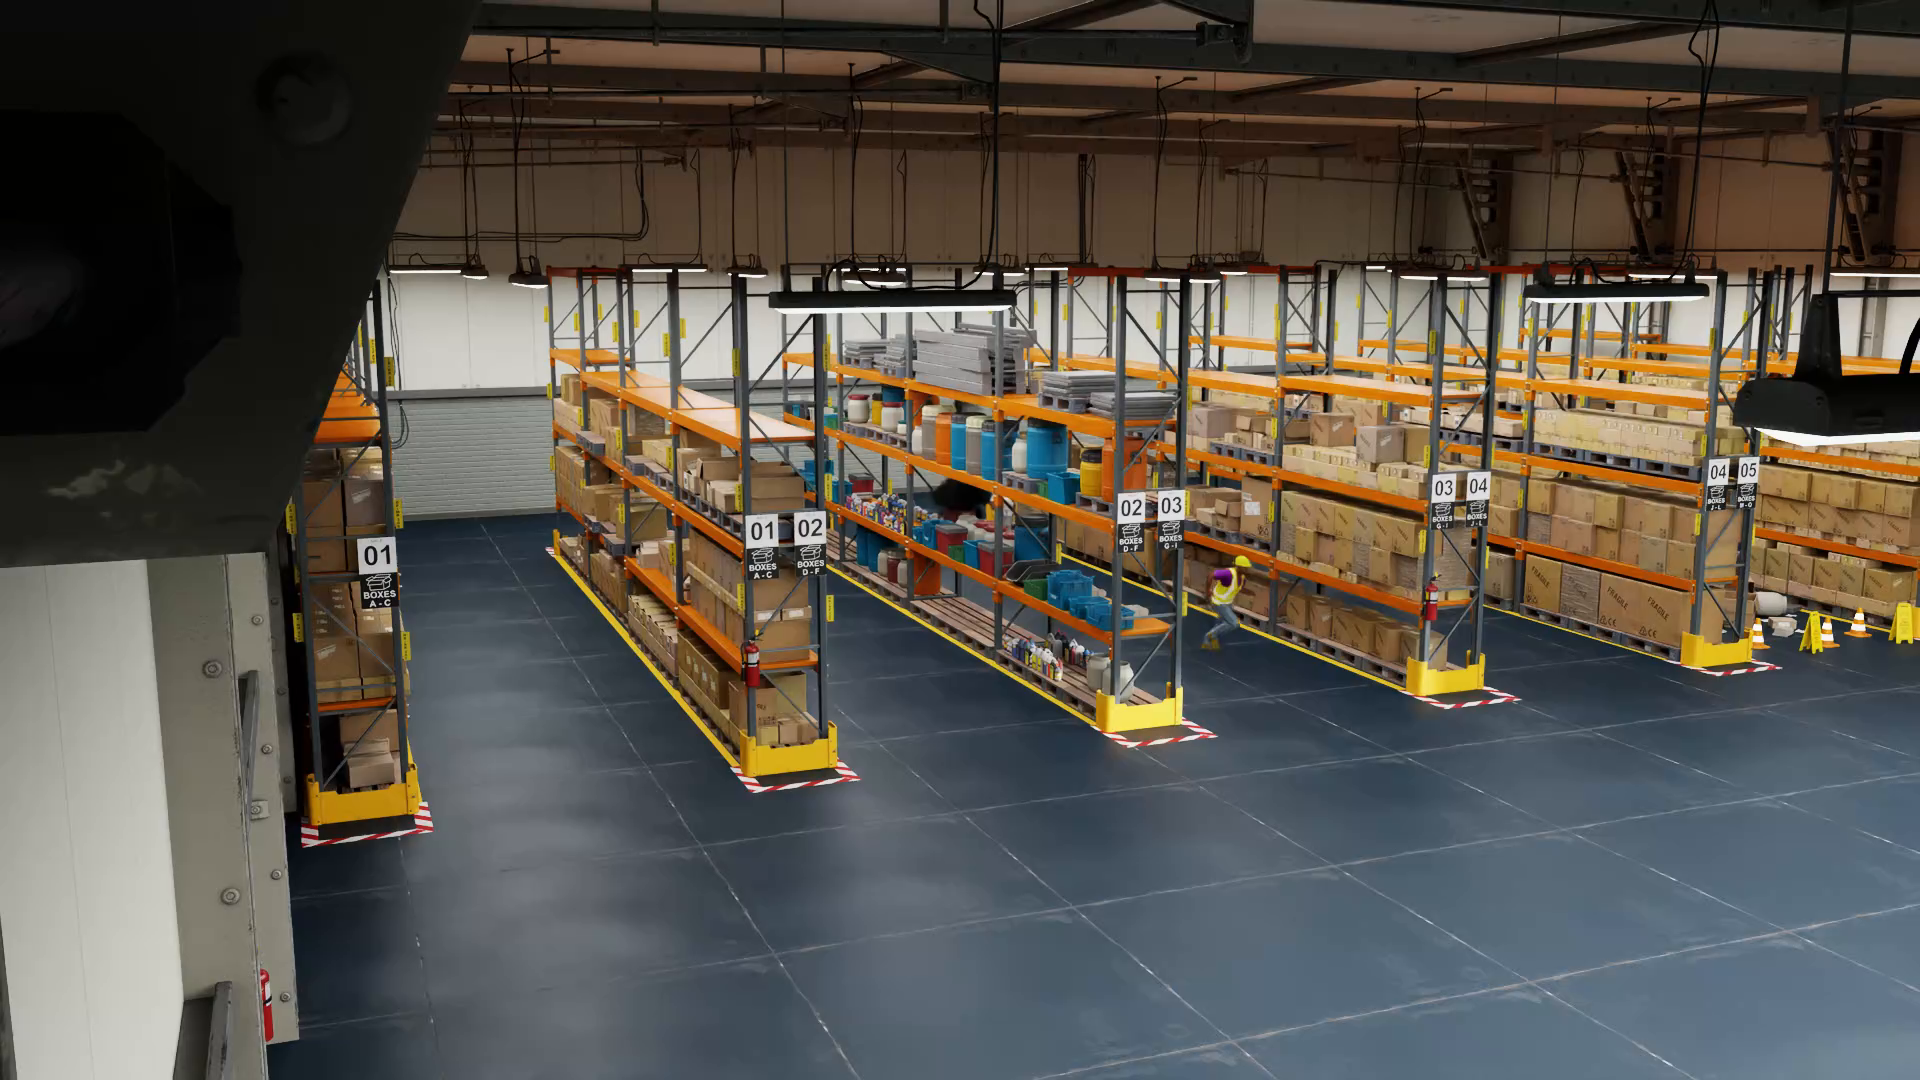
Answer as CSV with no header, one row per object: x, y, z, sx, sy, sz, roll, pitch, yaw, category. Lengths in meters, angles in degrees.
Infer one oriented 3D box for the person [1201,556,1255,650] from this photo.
4.156,1.007,26.015,0.897,1.586,0.740,8,13,40,person

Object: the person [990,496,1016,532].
0.909,-0.497,34.810,0.600,1.670,0.783,-4,11,-20,person
